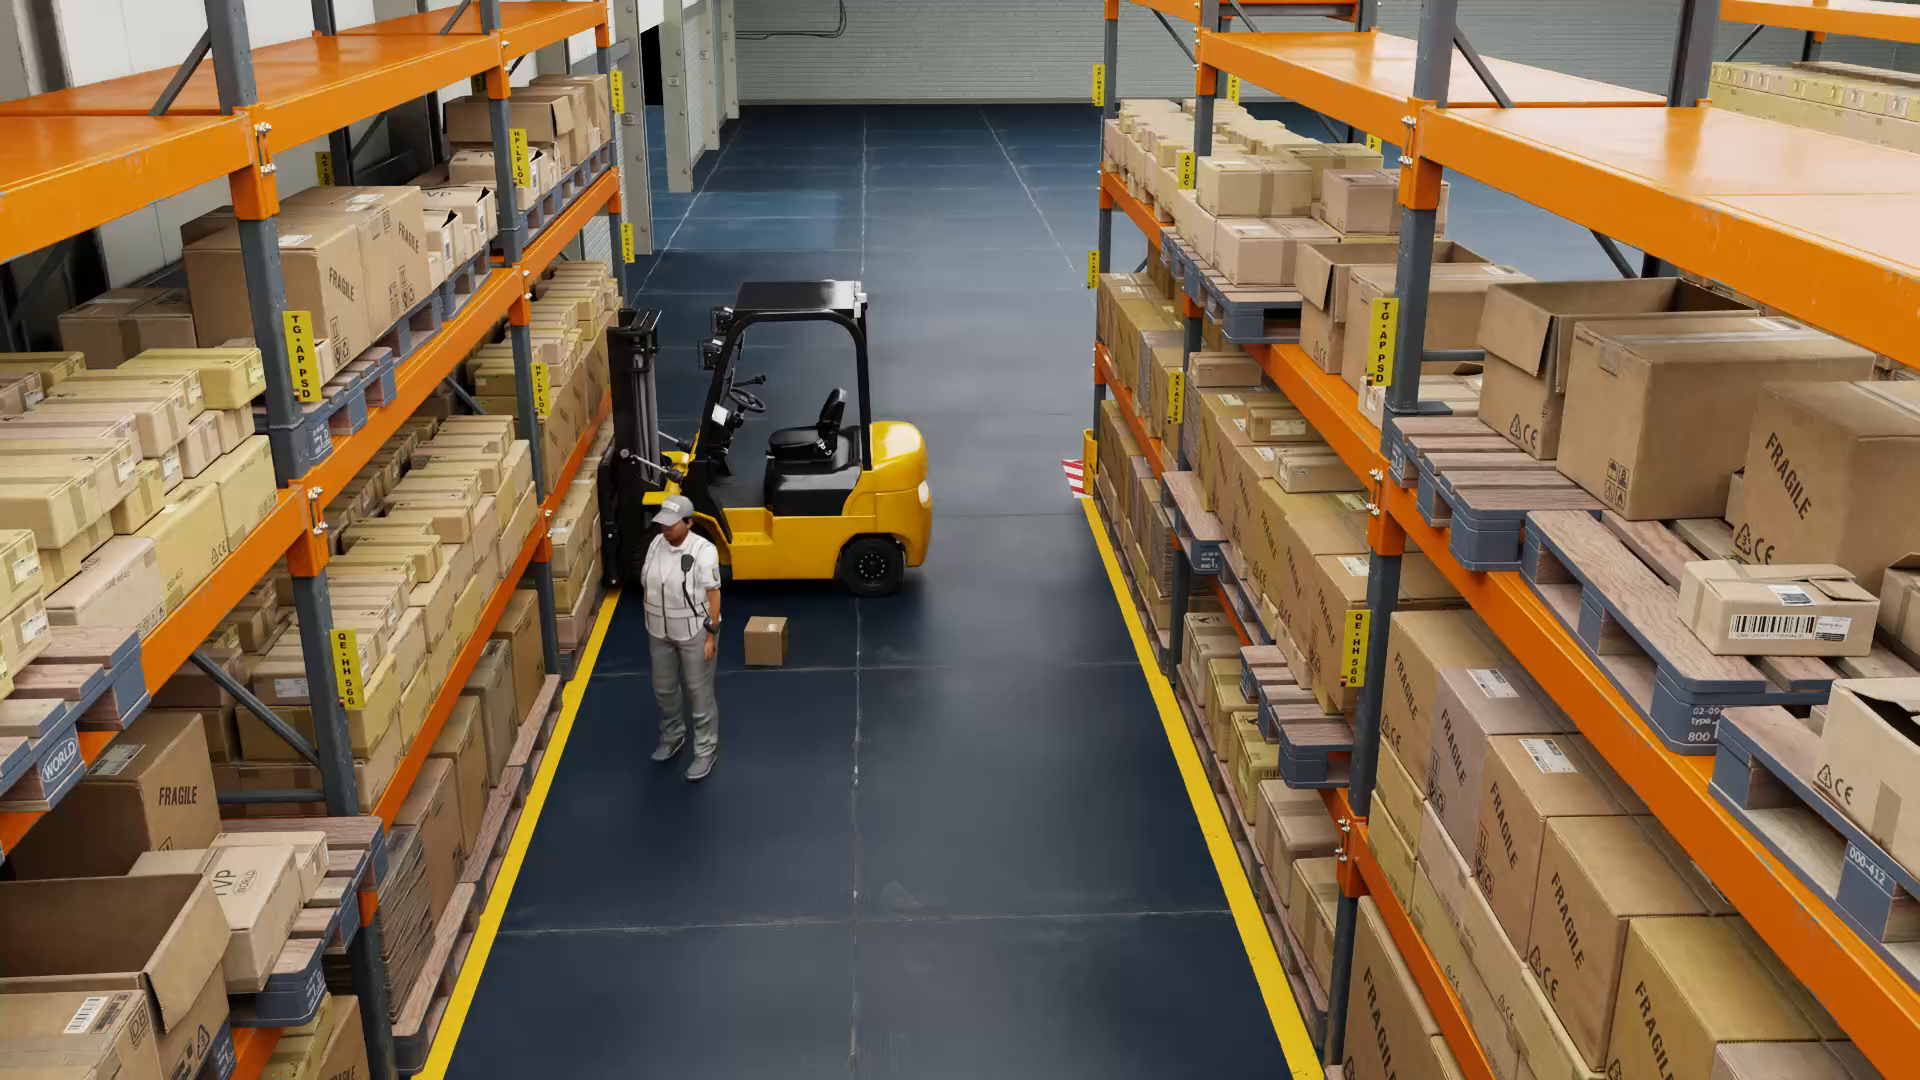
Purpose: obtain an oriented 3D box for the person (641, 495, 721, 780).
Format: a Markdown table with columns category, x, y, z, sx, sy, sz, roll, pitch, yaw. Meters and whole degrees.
| category | x | y | z | sx | sy | sz | roll | pitch | yaw |
| --- | --- | --- | --- | --- | --- | --- | --- | --- | --- |
| person | -1.621 | 0.570 | 9.626 | 0.500 | 1.729 | 0.410 | 8 | 22 | 20 |
